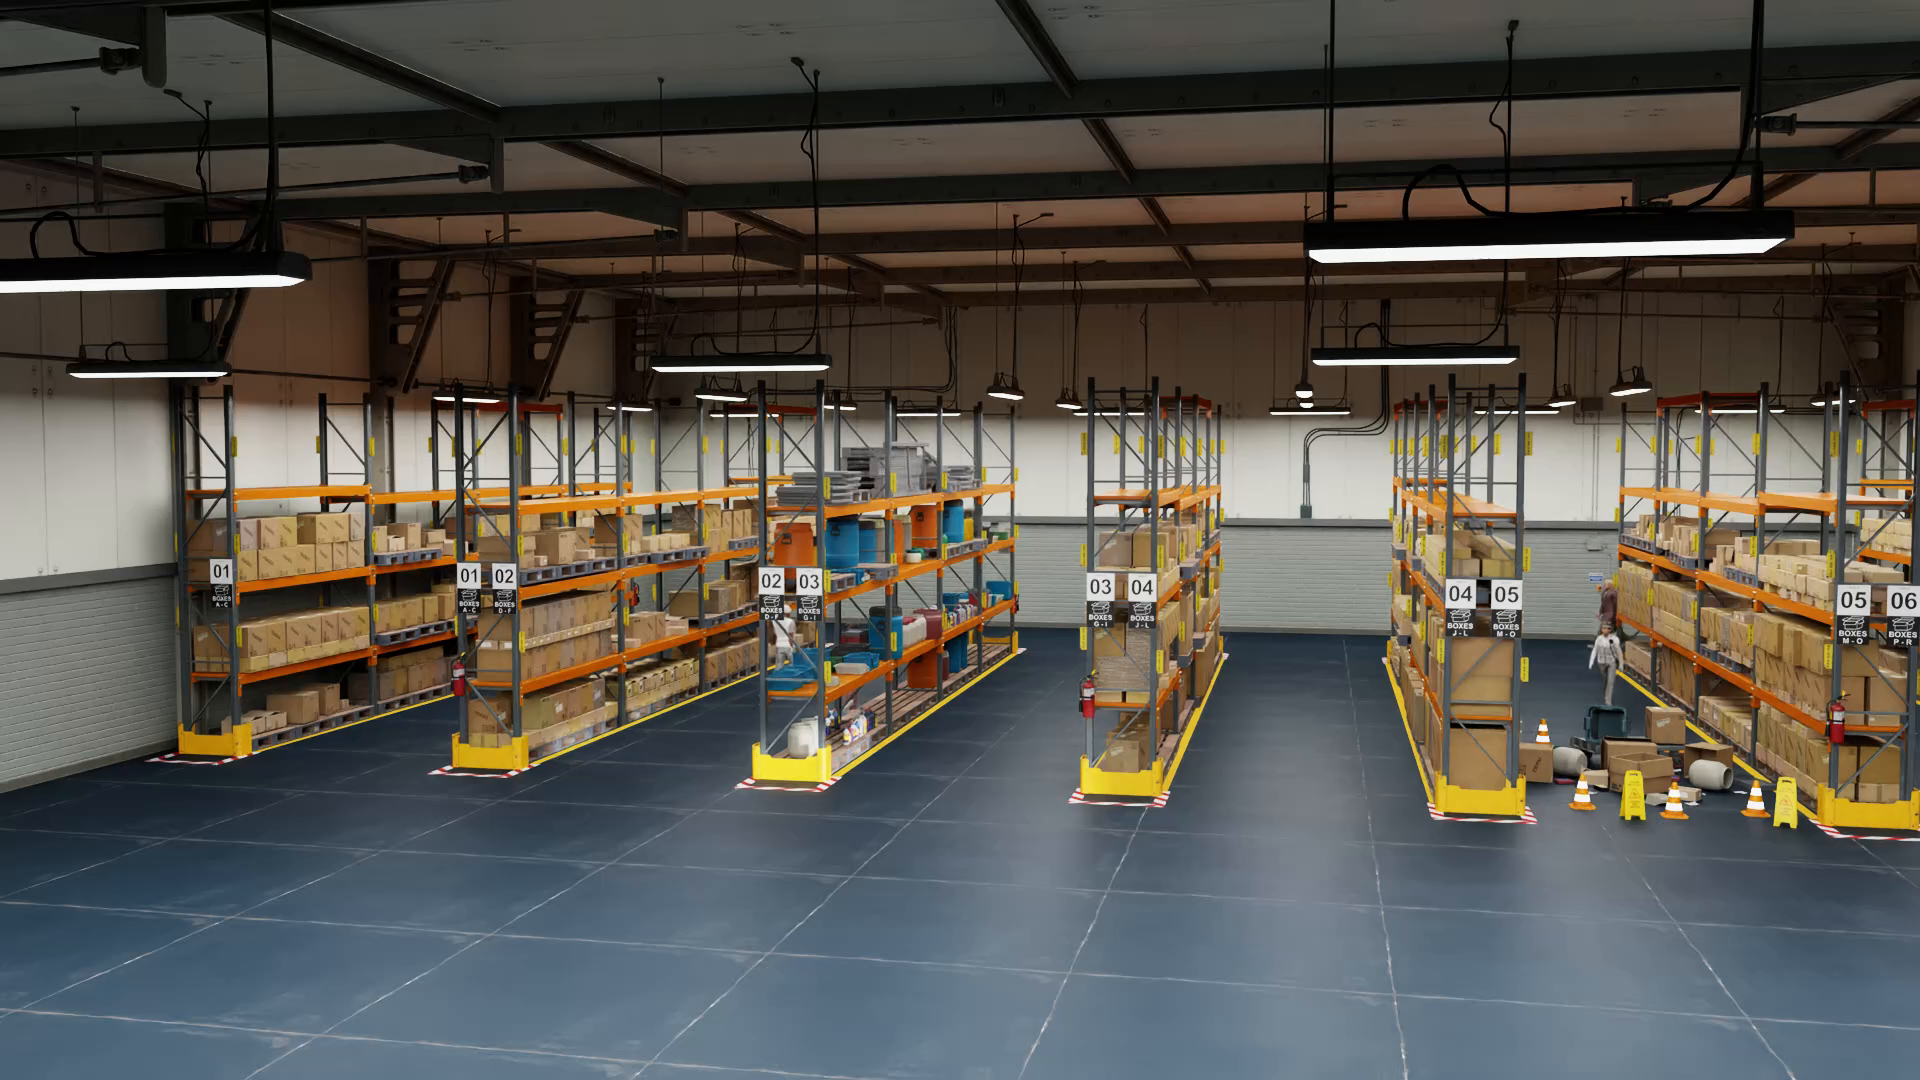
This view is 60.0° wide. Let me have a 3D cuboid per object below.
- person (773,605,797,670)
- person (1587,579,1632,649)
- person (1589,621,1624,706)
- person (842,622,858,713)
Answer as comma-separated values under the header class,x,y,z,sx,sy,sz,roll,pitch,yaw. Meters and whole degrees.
class,x,y,z,sx,sy,sz,roll,pitch,yaw
person,-3.571,2.226,33.935,0.553,1.805,0.706,1,3,16
person,16.055,1.835,41.068,1.144,1.731,0.589,0,3,7
person,12.474,2.366,32.093,0.578,1.616,1.050,2,4,34
person,-1.970,2.338,30.385,0.493,1.663,0.475,-1,3,-19
